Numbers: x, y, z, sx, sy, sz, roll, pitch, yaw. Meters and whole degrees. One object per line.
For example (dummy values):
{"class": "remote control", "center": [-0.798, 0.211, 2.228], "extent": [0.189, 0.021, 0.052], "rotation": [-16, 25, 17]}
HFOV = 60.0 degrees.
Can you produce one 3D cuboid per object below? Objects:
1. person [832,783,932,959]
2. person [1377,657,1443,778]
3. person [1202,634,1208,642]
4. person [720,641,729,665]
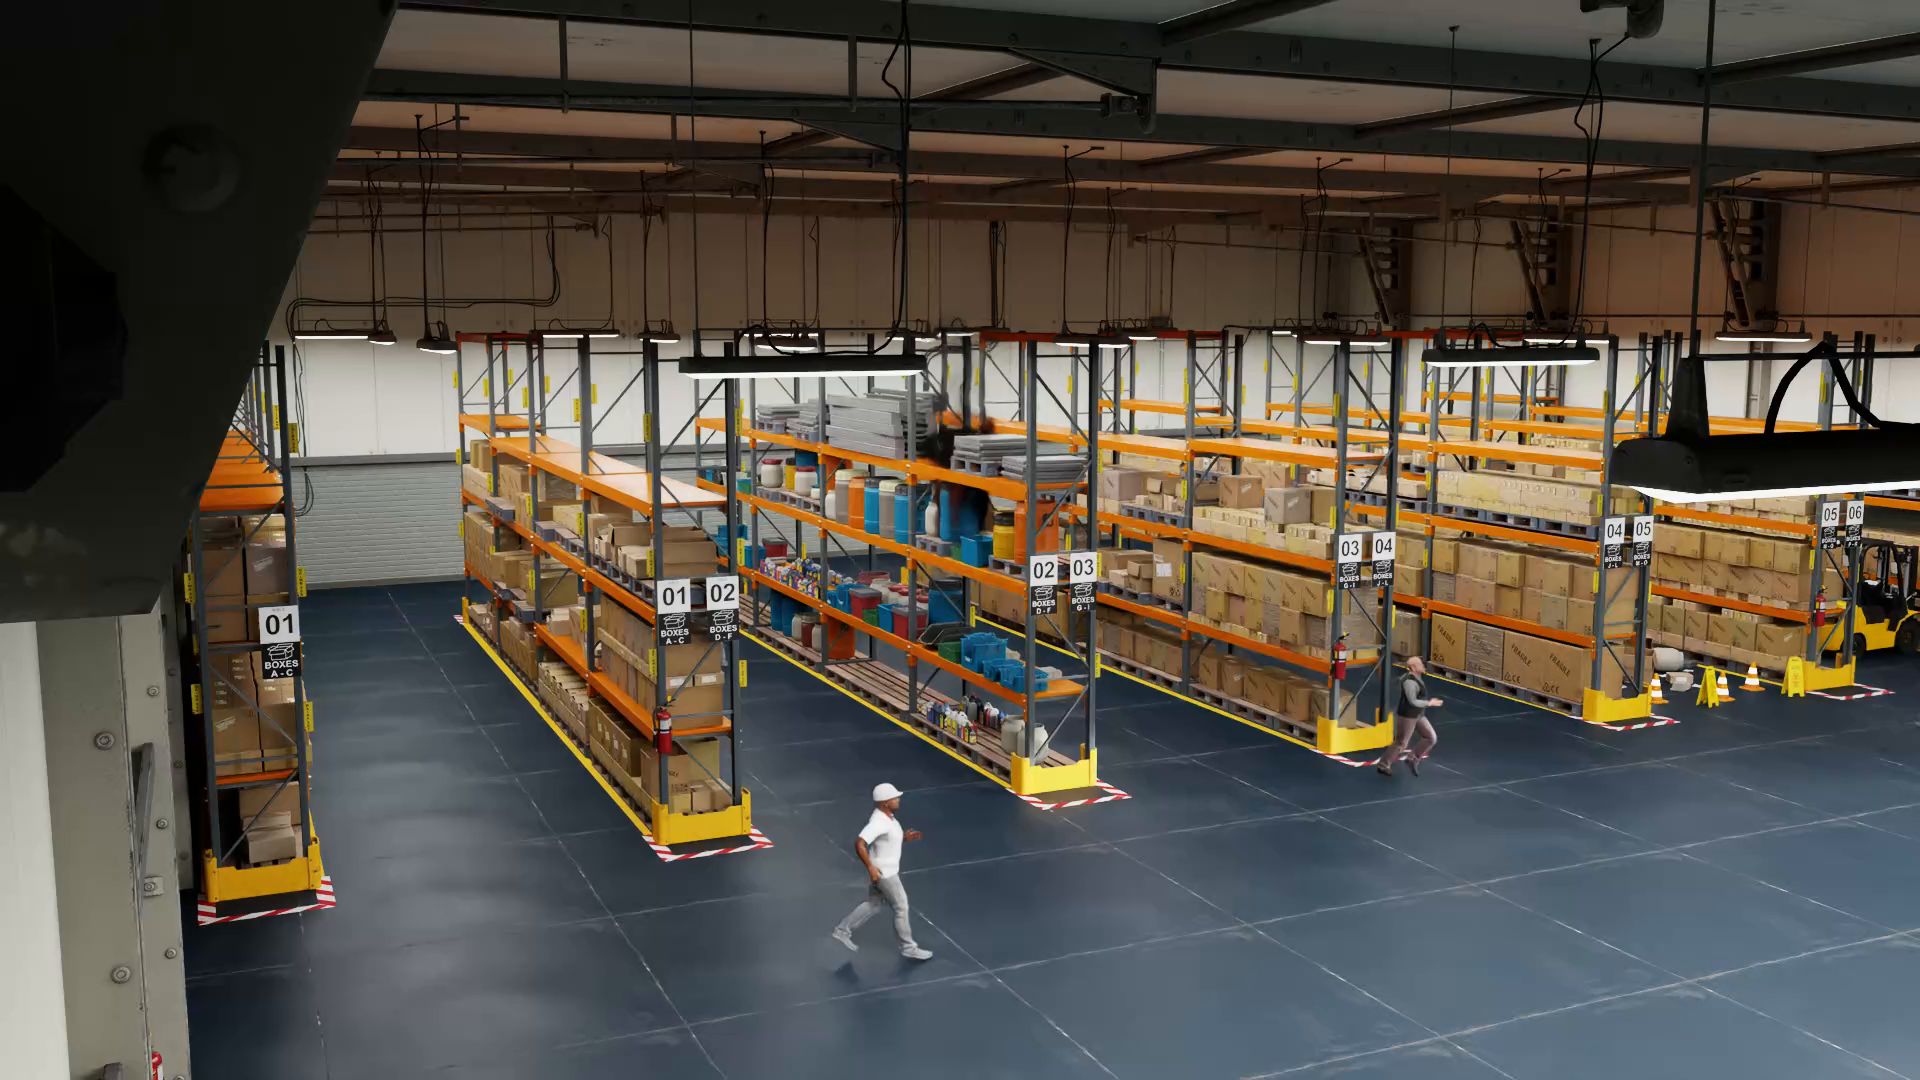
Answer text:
{"class": "person", "center": [-0.766, 3.240, 16.279], "extent": [0.988, 1.758, 0.697], "rotation": [-1, 8, -5]}
{"class": "person", "center": [6.175, 2.424, 22.737], "extent": [0.850, 1.698, 0.666], "rotation": [4, 9, 28]}
{"class": "person", "center": [4.529, 1.231, 31.666], "extent": [0.628, 1.734, 0.811], "rotation": [-4, 9, -29]}
{"class": "person", "center": [-4.425, 1.448, 30.419], "extent": [0.626, 1.639, 0.638], "rotation": [-3, 8, -22]}
